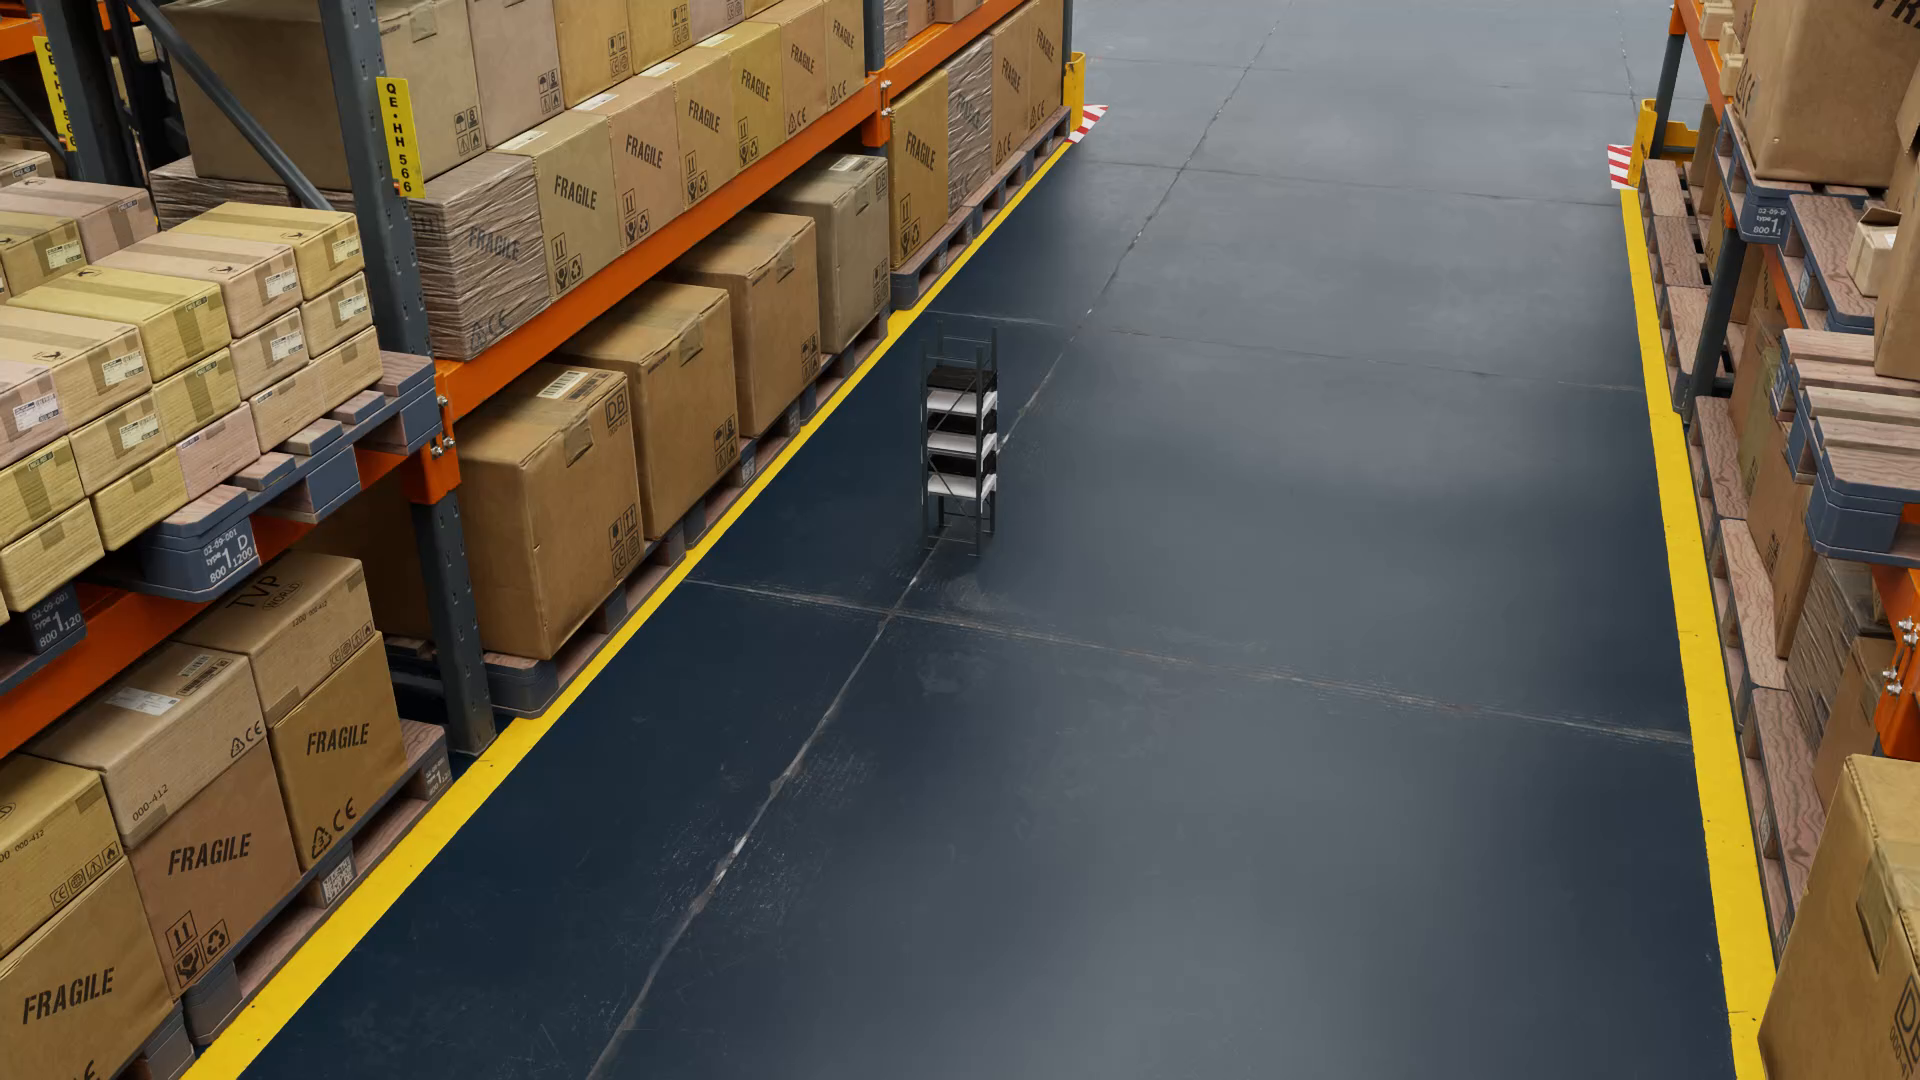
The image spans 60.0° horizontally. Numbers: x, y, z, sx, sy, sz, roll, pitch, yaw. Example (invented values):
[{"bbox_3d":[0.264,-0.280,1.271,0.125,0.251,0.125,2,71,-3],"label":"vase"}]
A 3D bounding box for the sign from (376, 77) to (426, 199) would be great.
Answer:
[{"bbox_3d":[-1.519,-1.089,4.513,0.100,0.325,0.005,8,30,15],"label":"sign"}]

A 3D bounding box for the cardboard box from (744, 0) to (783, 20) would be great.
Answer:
[{"bbox_3d":[-1.156,-2.560,7.134,0.700,0.500,0.500,8,30,14],"label":"cardboard box"}]

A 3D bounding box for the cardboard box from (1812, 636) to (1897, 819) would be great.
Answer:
[{"bbox_3d":[2.848,0.650,4.615,0.700,0.500,0.500,7,30,12],"label":"cardboard box"}]

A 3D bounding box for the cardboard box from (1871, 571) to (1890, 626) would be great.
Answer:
[{"bbox_3d":[2.985,0.073,4.881,0.500,0.250,0.500,12,31,20],"label":"cardboard box"}]

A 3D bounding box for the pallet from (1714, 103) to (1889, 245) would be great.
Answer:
[{"bbox_3d":[3.482,-1.377,6.337,1.003,0.211,1.213,8,30,15],"label":"pallet"}]

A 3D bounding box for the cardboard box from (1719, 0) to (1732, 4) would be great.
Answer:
[{"bbox_3d":[4.347,-2.864,9.071,0.380,0.149,0.250,8,30,15],"label":"cardboard box"}]

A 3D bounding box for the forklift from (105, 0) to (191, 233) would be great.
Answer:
[{"bbox_3d":[-3.279,-2.150,7.600,1.130,2.935,3.031,-20,35,-31],"label":"forklift"}]

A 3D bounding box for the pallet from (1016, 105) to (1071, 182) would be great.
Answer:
[{"bbox_3d":[0.147,-2.807,11.579,1.003,0.211,1.213,8,30,15],"label":"pallet"}]

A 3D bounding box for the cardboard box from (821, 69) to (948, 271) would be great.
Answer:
[{"bbox_3d":[-0.615,-2.087,9.170,0.875,0.875,0.875,9,30,16],"label":"cardboard box"}]

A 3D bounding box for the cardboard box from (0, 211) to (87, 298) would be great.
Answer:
[{"bbox_3d":[-2.438,-0.712,4.159,0.380,0.149,0.250,8,30,14],"label":"cardboard box"}]

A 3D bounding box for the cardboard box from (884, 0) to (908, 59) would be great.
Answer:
[{"bbox_3d":[-0.770,-2.788,8.523,0.875,0.550,0.550,8,30,15],"label":"cardboard box"}]

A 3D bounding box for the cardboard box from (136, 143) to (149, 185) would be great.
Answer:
[{"bbox_3d":[-5.197,-2.427,10.423,0.500,0.250,0.500,7,30,13],"label":"cardboard box"}]

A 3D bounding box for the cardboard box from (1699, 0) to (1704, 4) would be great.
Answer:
[{"bbox_3d":[4.528,-3.218,9.708,0.380,0.149,0.250,8,30,15],"label":"cardboard box"}]

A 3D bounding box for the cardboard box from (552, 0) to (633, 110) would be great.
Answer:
[{"bbox_3d":[-1.604,-1.853,5.864,0.700,0.500,0.500,8,30,14],"label":"cardboard box"}]

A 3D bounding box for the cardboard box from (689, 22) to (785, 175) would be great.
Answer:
[{"bbox_3d":[-1.061,-1.843,6.875,0.500,0.500,0.500,9,30,15],"label":"cardboard box"}]

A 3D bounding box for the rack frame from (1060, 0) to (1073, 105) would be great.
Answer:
[{"bbox_3d":[0.307,-4.409,11.590,1.000,3.000,0.127,8,30,15],"label":"rack frame"}]

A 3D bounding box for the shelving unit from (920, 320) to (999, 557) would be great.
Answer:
[{"bbox_3d":[-0.002,-0.389,6.524,0.258,0.900,0.210,8,30,15],"label":"shelving unit"}]

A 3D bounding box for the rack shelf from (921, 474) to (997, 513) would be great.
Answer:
[{"bbox_3d":[-0.002,-0.203,6.628,0.258,0.077,0.200,8,30,15],"label":"rack shelf"}]

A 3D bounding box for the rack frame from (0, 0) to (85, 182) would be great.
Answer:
[{"bbox_3d":[-5.629,-3.209,9.433,1.000,3.000,0.127,8,30,15],"label":"rack frame"}]

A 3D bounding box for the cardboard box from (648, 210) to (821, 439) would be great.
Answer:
[{"bbox_3d":[-1.250,-1.001,7.346,1.050,0.750,0.750,8,30,15],"label":"cardboard box"}]

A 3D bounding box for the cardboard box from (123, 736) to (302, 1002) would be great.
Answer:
[{"bbox_3d":[-2.140,0.802,4.362,0.500,0.500,0.500,10,31,17],"label":"cardboard box"}]

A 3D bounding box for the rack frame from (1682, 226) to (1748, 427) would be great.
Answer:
[{"bbox_3d":[3.845,-1.795,6.891,1.000,3.000,0.127,8,30,15],"label":"rack frame"}]

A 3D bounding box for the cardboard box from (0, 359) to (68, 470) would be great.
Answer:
[{"bbox_3d":[-2.051,-0.257,3.342,0.380,0.149,0.250,9,30,15],"label":"cardboard box"}]

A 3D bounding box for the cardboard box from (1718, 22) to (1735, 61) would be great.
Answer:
[{"bbox_3d":[4.081,-2.522,8.457,0.380,0.149,0.250,8,30,15],"label":"cardboard box"}]

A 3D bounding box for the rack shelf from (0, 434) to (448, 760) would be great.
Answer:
[{"bbox_3d":[-2.628,0.553,3.411,1.077,0.370,4.000,8,30,15],"label":"rack shelf"}]

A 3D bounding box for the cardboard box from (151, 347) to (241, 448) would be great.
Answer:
[{"bbox_3d":[-1.902,-0.353,3.820,0.380,0.149,0.250,9,30,16],"label":"cardboard box"}]

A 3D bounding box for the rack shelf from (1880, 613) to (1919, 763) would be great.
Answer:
[{"bbox_3d":[2.084,1.308,2.054,1.077,0.370,4.000,8,30,15],"label":"rack shelf"}]

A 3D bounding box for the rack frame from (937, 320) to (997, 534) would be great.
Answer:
[{"bbox_3d":[0.027,-0.437,6.609,0.240,0.900,0.006,8,30,15],"label":"rack frame"}]

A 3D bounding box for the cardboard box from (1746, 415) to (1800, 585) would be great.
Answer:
[{"bbox_3d":[3.322,-0.134,6.023,0.700,0.500,0.500,6,30,11],"label":"cardboard box"}]

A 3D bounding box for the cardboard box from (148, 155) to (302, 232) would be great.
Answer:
[{"bbox_3d":[-2.166,-0.982,5.327,0.500,0.500,0.500,8,30,15],"label":"cardboard box"}]

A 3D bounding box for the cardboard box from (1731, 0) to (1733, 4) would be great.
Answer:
[{"bbox_3d":[4.611,-3.100,8.829,0.875,0.500,0.500,8,30,15],"label":"cardboard box"}]

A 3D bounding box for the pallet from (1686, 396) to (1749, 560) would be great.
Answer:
[{"bbox_3d":[3.618,-0.214,6.918,1.003,0.211,1.213,8,30,15],"label":"pallet"}]

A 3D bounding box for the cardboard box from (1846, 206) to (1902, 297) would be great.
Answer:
[{"bbox_3d":[2.902,-0.874,4.943,0.396,0.266,0.258,8,30,13],"label":"cardboard box"}]

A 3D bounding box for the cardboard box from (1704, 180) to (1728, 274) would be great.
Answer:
[{"bbox_3d":[4.269,-1.633,8.740,0.500,0.500,0.500,6,30,10],"label":"cardboard box"}]

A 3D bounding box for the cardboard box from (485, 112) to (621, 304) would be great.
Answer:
[{"bbox_3d":[-1.505,-1.141,5.613,0.500,0.500,0.500,8,30,14],"label":"cardboard box"}]

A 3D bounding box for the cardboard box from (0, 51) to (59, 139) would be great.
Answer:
[{"bbox_3d":[-5.711,-2.832,10.380,0.500,0.500,0.500,8,30,14],"label":"cardboard box"}]

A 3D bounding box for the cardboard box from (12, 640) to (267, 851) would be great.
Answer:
[{"bbox_3d":[-2.129,0.482,4.166,0.500,0.250,0.500,9,30,16],"label":"cardboard box"}]

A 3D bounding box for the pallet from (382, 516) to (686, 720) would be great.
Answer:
[{"bbox_3d":[-1.738,0.172,6.224,1.003,0.211,1.213,8,30,15],"label":"pallet"}]

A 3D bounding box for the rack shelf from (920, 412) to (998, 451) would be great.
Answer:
[{"bbox_3d":[-0.002,-0.439,6.497,0.258,0.077,0.200,8,30,15],"label":"rack shelf"}]

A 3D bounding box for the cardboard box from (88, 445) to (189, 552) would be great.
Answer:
[{"bbox_3d":[-1.973,-0.120,3.706,0.380,0.149,0.250,8,30,14],"label":"cardboard box"}]

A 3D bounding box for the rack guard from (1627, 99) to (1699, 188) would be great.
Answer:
[{"bbox_3d":[4.997,-2.526,10.777,1.175,0.500,0.348,8,30,15],"label":"rack guard"}]

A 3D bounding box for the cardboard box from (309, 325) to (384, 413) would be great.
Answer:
[{"bbox_3d":[-1.746,-0.470,4.335,0.380,0.149,0.250,9,30,16],"label":"cardboard box"}]

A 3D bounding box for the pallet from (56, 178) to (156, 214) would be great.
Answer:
[{"bbox_3d":[-5.465,-2.308,10.681,1.003,0.211,1.213,8,30,15],"label":"pallet"}]

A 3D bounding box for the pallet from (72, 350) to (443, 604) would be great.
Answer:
[{"bbox_3d":[-2.148,-0.261,4.330,1.213,0.211,1.003,8,30,15],"label":"pallet"}]

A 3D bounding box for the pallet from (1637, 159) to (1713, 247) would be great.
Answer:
[{"bbox_3d":[4.724,-2.028,10.178,1.003,0.211,1.213,8,30,15],"label":"pallet"}]

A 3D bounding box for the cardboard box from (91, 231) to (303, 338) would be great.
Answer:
[{"bbox_3d":[-1.823,-0.615,3.985,0.380,0.149,0.250,8,30,14],"label":"cardboard box"}]

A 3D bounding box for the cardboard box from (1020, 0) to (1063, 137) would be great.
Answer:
[{"bbox_3d":[0.171,-3.339,11.421,0.875,0.875,0.875,9,30,15],"label":"cardboard box"}]
